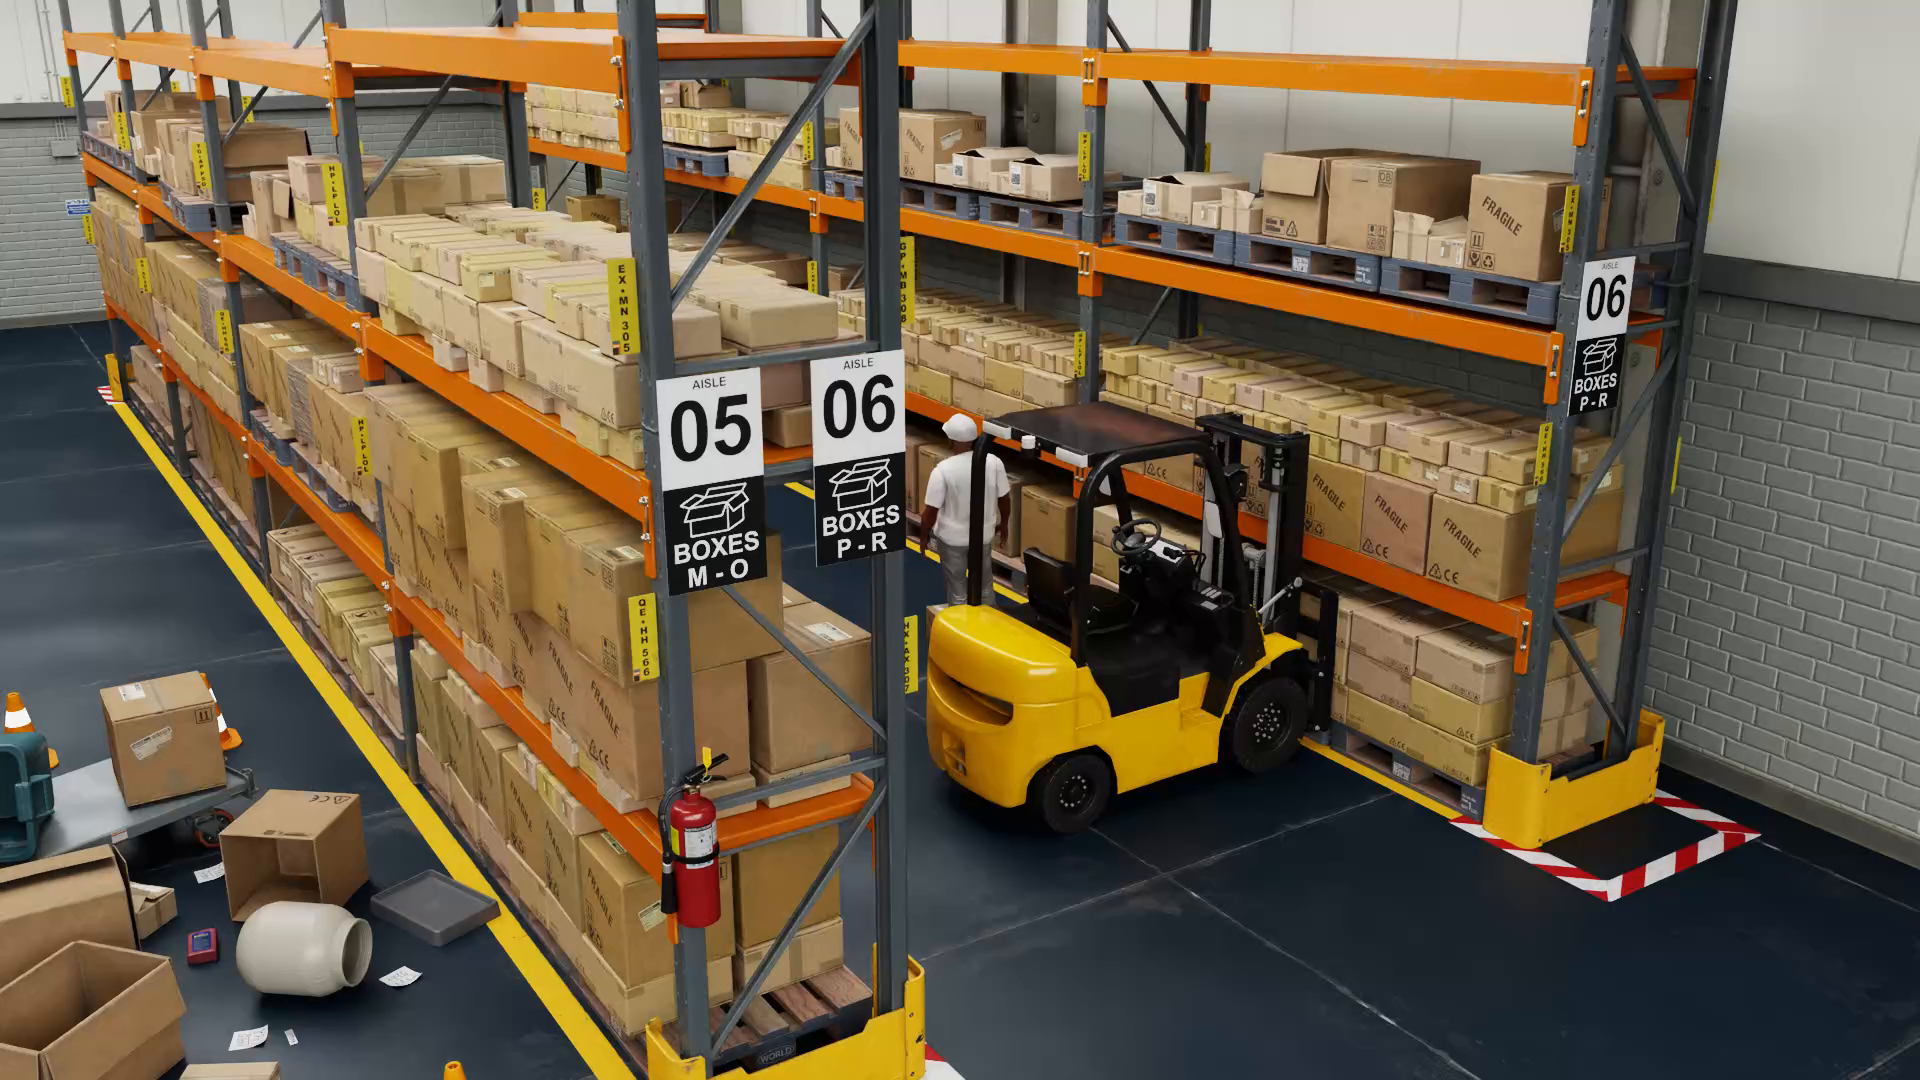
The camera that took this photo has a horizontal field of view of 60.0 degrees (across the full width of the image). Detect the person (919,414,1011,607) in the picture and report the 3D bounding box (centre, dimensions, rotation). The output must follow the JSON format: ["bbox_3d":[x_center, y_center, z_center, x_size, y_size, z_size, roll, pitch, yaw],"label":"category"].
[{"bbox_3d":[0.012,-0.052,11.645,0.665,1.767,0.576,-6,19,-19],"label":"person"}]
